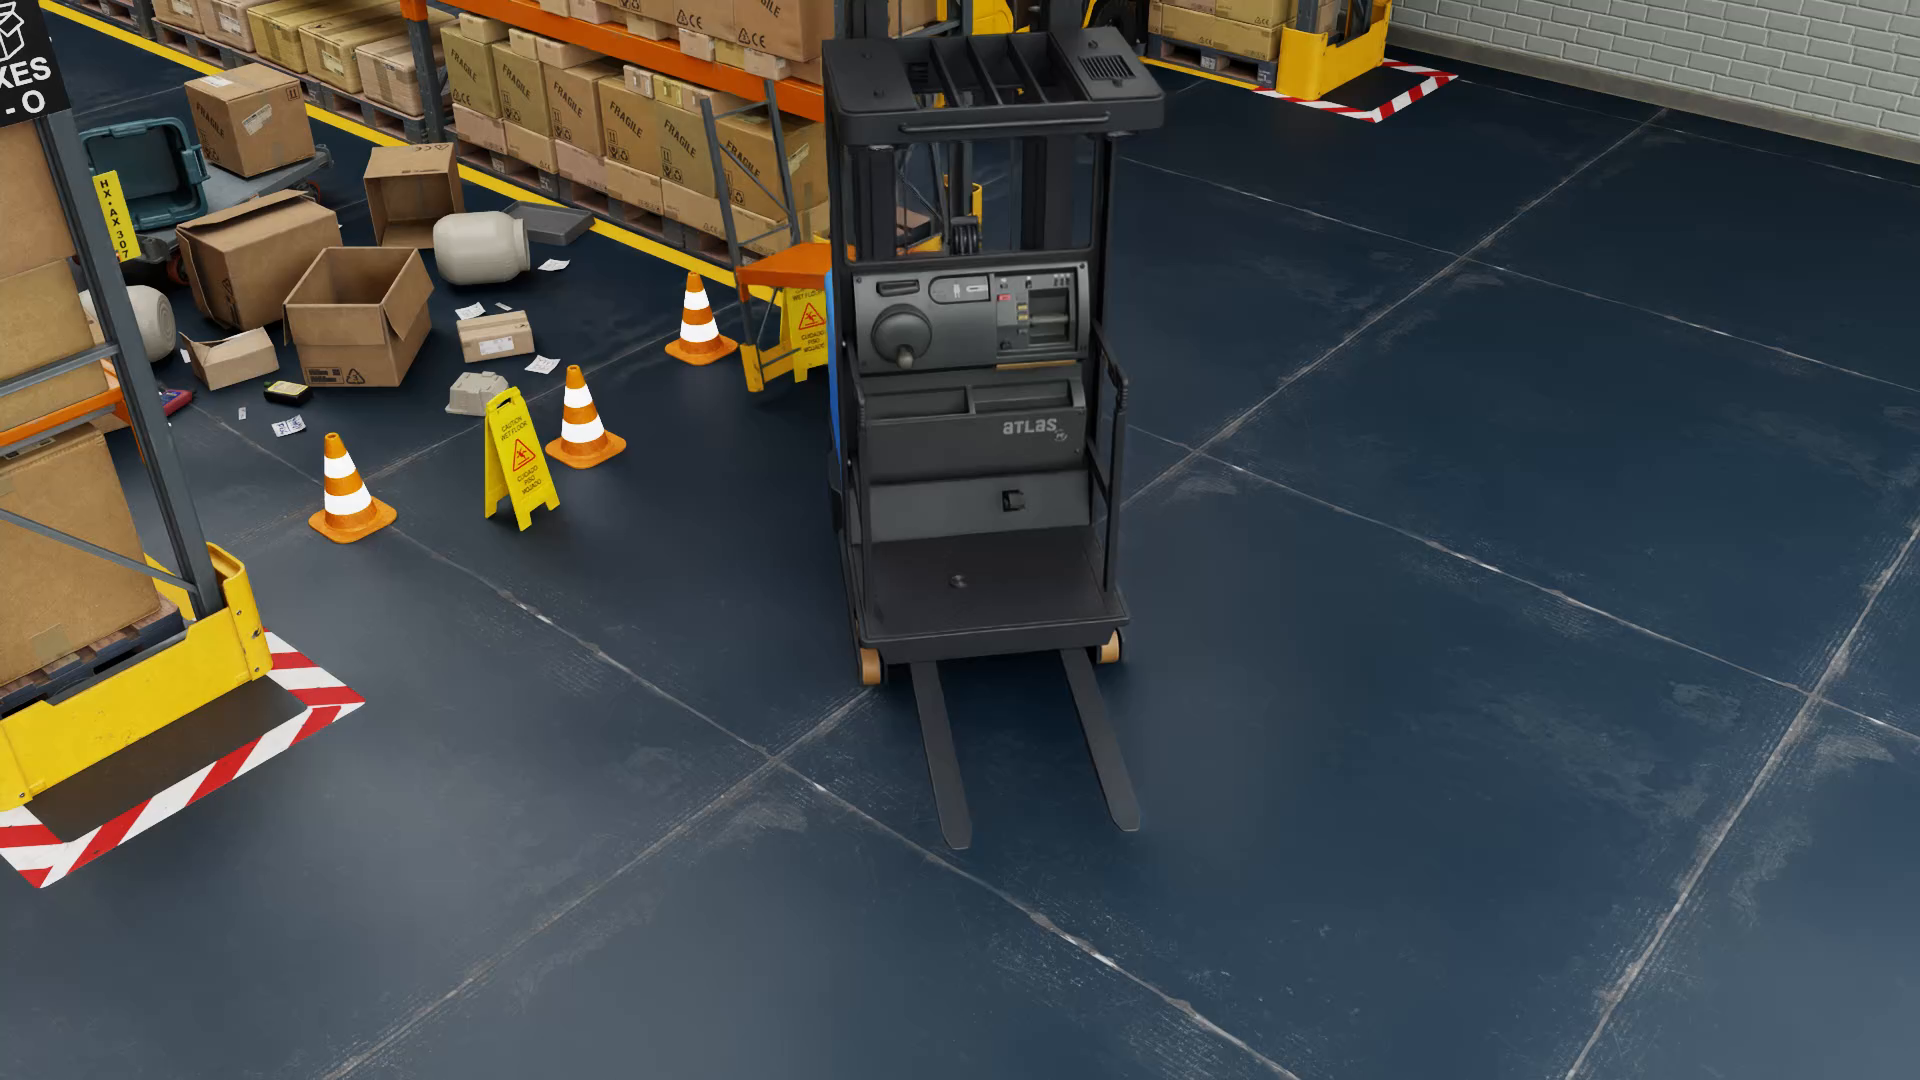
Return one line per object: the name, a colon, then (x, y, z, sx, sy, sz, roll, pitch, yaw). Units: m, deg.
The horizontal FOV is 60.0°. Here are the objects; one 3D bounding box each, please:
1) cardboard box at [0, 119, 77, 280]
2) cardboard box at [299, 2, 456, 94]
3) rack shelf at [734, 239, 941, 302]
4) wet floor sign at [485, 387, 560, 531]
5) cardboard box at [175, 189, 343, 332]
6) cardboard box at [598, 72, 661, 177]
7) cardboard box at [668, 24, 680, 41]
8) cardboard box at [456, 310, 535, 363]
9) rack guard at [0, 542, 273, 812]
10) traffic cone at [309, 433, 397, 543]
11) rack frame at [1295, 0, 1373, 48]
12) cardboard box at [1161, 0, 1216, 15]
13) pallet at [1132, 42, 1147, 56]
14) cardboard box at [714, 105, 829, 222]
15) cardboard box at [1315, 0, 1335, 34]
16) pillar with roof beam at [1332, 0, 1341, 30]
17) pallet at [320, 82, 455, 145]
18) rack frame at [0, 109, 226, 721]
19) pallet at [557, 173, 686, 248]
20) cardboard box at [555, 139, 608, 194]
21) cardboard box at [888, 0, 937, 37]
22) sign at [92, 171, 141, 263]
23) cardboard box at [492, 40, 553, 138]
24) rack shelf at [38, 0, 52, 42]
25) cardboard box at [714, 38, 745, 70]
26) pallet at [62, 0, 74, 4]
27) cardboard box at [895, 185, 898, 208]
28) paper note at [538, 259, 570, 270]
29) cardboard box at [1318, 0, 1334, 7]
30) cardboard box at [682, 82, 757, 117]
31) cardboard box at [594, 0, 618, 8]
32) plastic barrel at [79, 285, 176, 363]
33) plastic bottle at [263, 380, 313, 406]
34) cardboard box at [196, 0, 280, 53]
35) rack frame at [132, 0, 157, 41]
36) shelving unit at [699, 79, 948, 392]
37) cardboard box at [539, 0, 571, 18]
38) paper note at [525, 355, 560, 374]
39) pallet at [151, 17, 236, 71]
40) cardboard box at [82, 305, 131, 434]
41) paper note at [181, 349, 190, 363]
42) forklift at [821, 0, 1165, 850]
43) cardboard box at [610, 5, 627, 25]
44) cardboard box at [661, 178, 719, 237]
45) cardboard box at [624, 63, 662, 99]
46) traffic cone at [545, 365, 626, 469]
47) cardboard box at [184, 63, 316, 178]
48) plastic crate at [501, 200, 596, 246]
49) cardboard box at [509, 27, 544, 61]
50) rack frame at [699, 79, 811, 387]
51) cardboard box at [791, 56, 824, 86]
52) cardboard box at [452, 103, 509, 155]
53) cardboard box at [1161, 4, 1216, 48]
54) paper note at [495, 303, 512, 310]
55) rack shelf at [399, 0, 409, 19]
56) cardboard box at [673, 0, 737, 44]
cardboard box: (-3.640, -1.182, 5.735, 0.550, 0.550, 0.875, 25, 42, 32)
cardboard box: (-4.324, -3.700, 12.439, 0.625, 0.372, 0.950, 28, 43, 34)
rack shelf: (-0.586, -1.333, 8.362, 1.000, 0.185, 0.538, 10, 30, 37)
wet floor sign: (-2.091, -0.404, 7.768, 0.232, 0.644, 0.267, 18, 38, 24)
cardboard box: (-3.984, -1.610, 9.531, 0.503, 0.637, 0.797, 25, 42, 32)
cardboard box: (-1.860, -2.613, 10.300, 0.500, 0.500, 0.500, 24, 41, 31)
cardboard box: (-1.488, -3.032, 9.737, 0.250, 0.149, 0.380, 26, 42, 32)
cardboard box: (-2.590, -1.134, 9.270, 0.380, 0.149, 0.250, -12, 36, -17)
rack guard: (-3.361, 0.516, 6.557, 0.348, 0.500, 1.175, 25, 42, 32)
traffic cone: (-2.879, -0.288, 7.760, 0.334, 0.463, 0.336, 25, 42, 32)
rack frame: (2.883, -4.875, 12.198, 0.127, 3.000, 1.000, 25, 42, 32)
cardboard box: (1.930, -4.347, 13.046, 0.500, 0.250, 0.500, 25, 42, 31)
pallet: (1.335, -4.426, 14.008, 1.213, 0.211, 1.003, 25, 42, 32)
cardboard box: (-1.073, -2.239, 9.756, 0.500, 0.500, 0.500, 26, 42, 32)
cardboard box: (2.630, -4.177, 13.241, 0.500, 0.250, 0.500, 25, 42, 32)
pillar with roof beam: (0.170, -6.119, 8.711, 0.400, 9.000, 9.100, 25, 42, 32)
pallet: (-3.964, -3.294, 12.361, 1.213, 0.211, 1.003, 25, 42, 32)
rack frame: (-3.380, -0.523, 5.863, 0.127, 3.000, 1.000, 25, 42, 32)
pallet: (-1.884, -2.343, 10.976, 1.213, 0.211, 1.003, 25, 42, 32)
cardboard box: (-2.257, -2.491, 10.786, 0.500, 0.250, 0.500, 25, 41, 31)
cardboard box: (-0.477, -3.170, 9.365, 0.500, 0.500, 0.500, 25, 41, 31)
sign: (-3.020, -1.152, 5.943, 0.005, 0.325, 0.100, 25, 42, 32)
cardboard box: (-2.665, -2.991, 10.852, 0.500, 0.500, 0.500, 27, 43, 34)
rack shelf: (-4.917, -2.188, 6.272, 4.000, 0.370, 1.077, 25, 42, 32)
cardboard box: (-1.164, -2.798, 9.397, 0.250, 0.149, 0.380, 24, 41, 31)
pallet: (-7.930, -5.222, 15.168, 1.213, 0.211, 1.003, 25, 42, 32)
cardboard box: (-0.733, -2.166, 10.312, 0.500, 0.250, 0.500, 25, 42, 31)
paper note: (-2.485, -1.688, 10.181, 0.148, 0.019, 0.142, 12, 36, 16)
cardboard box: (2.654, -4.381, 13.096, 0.500, 0.250, 0.500, 26, 42, 33)
cardboard box: (-1.398, -2.610, 9.724, 0.250, 0.149, 0.380, 27, 43, 33)
cardboard box: (-2.025, -3.512, 9.863, 0.500, 0.500, 0.500, 26, 42, 32)
plastic barrel: (-4.601, -1.167, 9.075, 0.512, 0.421, 0.421, -6, 35, -8)
plastic bottle: (-3.598, -0.786, 8.841, 0.283, 0.061, 0.133, 12, 36, 16)
cardboard box: (-5.438, -4.228, 13.208, 0.625, 0.372, 0.950, 24, 41, 31)
rack frame: (-6.439, -5.611, 13.271, 0.127, 3.000, 1.000, 25, 42, 32)
shelving unit: (-0.618, -1.498, 8.295, 1.083, 1.500, 0.587, 10, 30, 37)
cardboard box: (-2.350, -3.338, 10.183, 0.250, 0.149, 0.380, 25, 42, 32)
paper note: (-2.290, -0.966, 9.130, 0.142, 0.019, 0.148, 12, 36, 16)
pallet: (-5.839, -4.178, 13.647, 1.213, 0.211, 1.003, 25, 42, 32)
cardboard box: (-4.604, -0.827, 8.511, 0.500, 0.500, 0.500, -26, 42, -32)
paper note: (-4.239, -1.049, 9.258, 0.172, 0.023, 0.155, -18, 38, -25)
forklift: (0.082, -0.822, 6.358, 1.130, 2.935, 3.031, -5, 35, -7)
cardboard box: (-1.877, -3.215, 10.003, 0.250, 0.149, 0.380, 25, 42, 32)
cardboard box: (-1.477, -2.120, 10.245, 0.500, 0.250, 0.500, 25, 42, 32)
cardboard box: (-1.791, -2.799, 9.998, 0.250, 0.149, 0.380, 27, 43, 34)
traffic cone: (-1.895, -0.656, 8.297, 0.334, 0.463, 0.336, 25, 42, 32)
cardboard box: (-4.480, -2.659, 10.511, 0.500, 0.500, 0.500, 25, 42, 32)
plastic crate: (-2.683, -2.034, 10.640, 0.583, 0.080, 0.402, 12, 36, 16)
cardboard box: (-2.630, -3.191, 10.569, 0.250, 0.149, 0.380, 27, 43, 33)
rack frame: (-1.012, -1.570, 8.593, 0.032, 1.500, 0.500, 10, 30, 37)
cardboard box: (-0.715, -2.652, 9.185, 0.250, 0.149, 0.380, 27, 43, 33)
cardboard box: (-3.084, -2.871, 11.339, 0.500, 0.250, 0.500, 23, 41, 30)
cardboard box: (1.943, -4.131, 13.174, 0.500, 0.250, 0.500, 25, 42, 32)
paper note: (-2.672, -1.366, 9.730, 0.123, 0.001, 0.032, 25, 42, 32)
rack shelf: (-4.901, -4.590, 12.420, 4.000, 0.370, 1.077, 25, 42, 32)
cardboard box: (-1.266, -3.138, 9.318, 0.500, 0.500, 0.500, 25, 42, 32)
